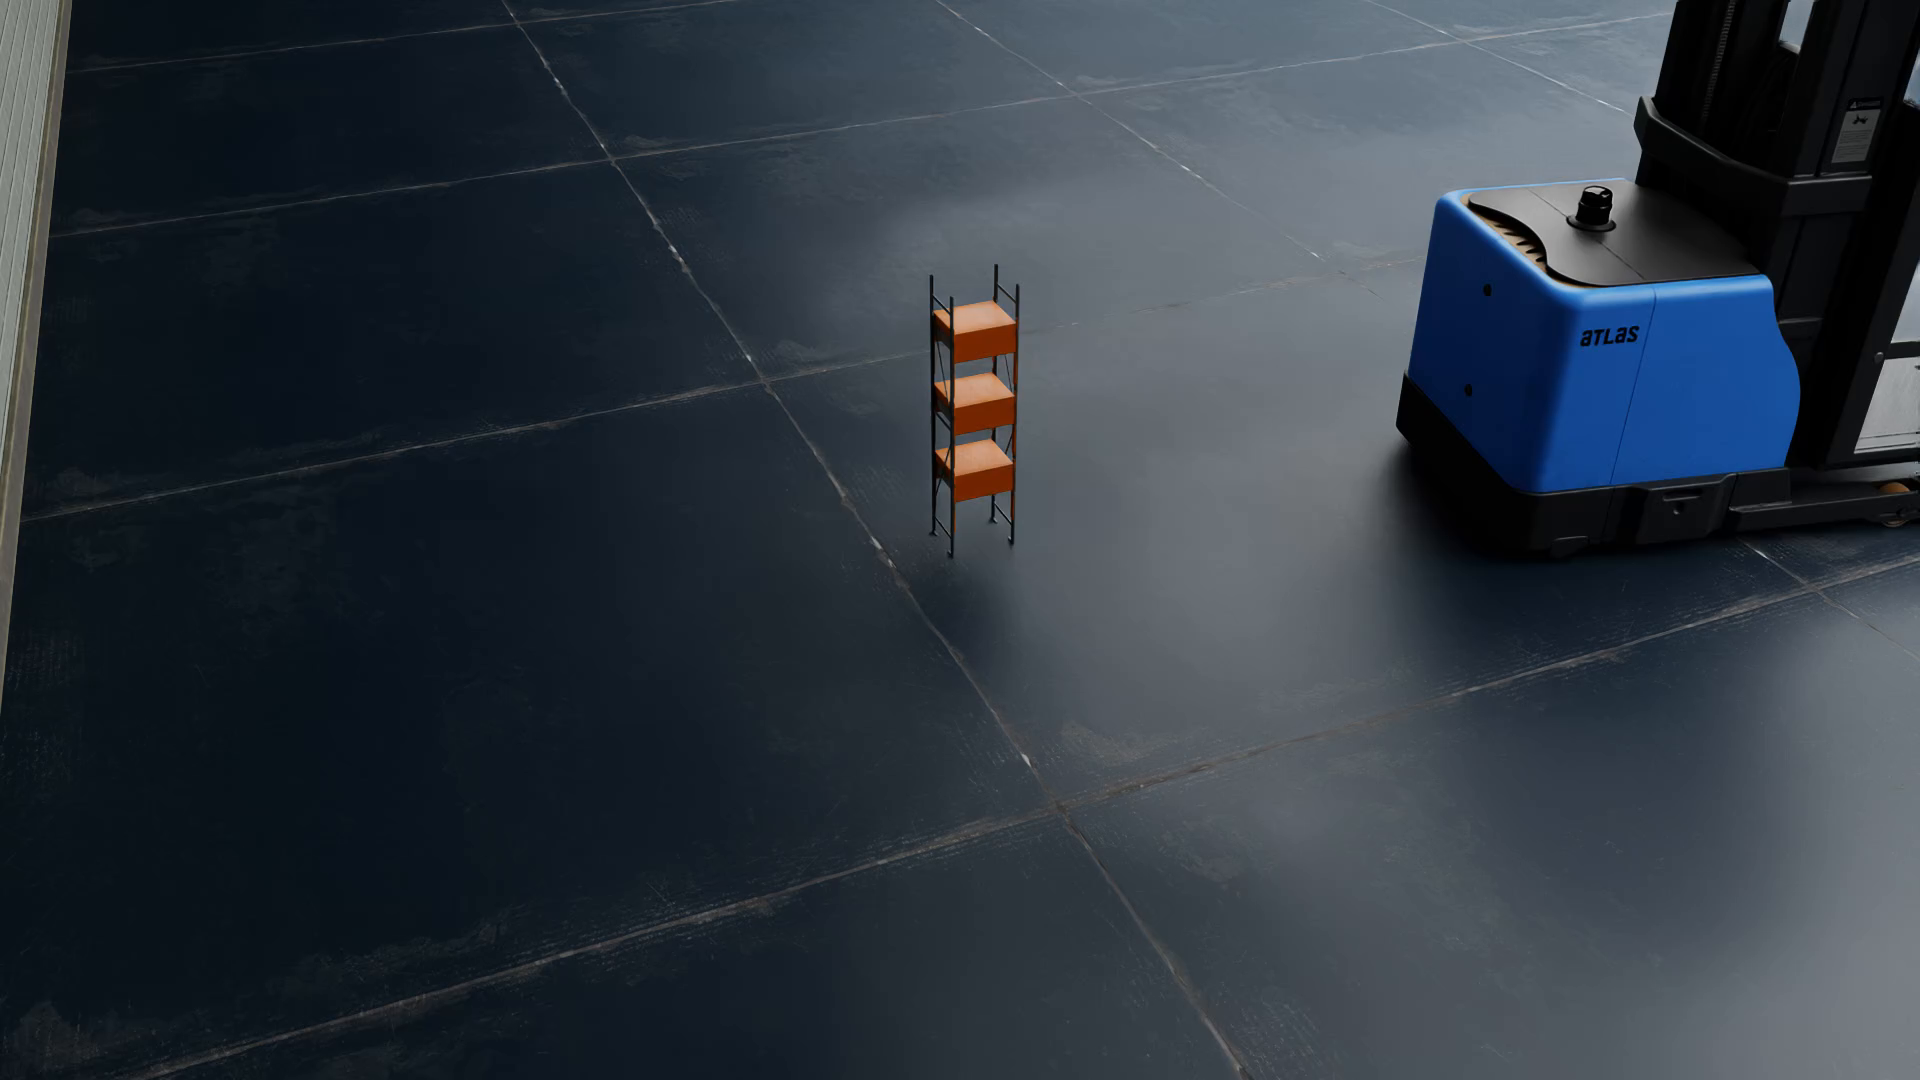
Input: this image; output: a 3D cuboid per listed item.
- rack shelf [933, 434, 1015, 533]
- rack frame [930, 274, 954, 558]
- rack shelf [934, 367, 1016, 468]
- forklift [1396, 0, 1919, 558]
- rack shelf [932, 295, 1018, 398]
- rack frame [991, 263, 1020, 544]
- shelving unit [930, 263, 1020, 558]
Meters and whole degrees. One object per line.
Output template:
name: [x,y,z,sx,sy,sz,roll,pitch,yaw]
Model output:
rack shelf: [0.049,-0.210,6.138,0.240,0.259,0.215,-13,35,-19]
rack frame: [-0.063,-0.426,5.941,0.008,1.050,0.200,-13,35,-19]
rack shelf: [0.049,-0.442,5.987,0.240,0.259,0.215,-13,35,-19]
forklift: [3.361,-1.555,5.952,3.031,2.935,1.130,-6,34,-9]
rack shelf: [0.049,-0.680,5.832,0.240,0.259,0.215,-13,35,-19]
rack frame: [0.162,-0.477,6.021,0.008,1.050,0.200,-13,35,-19]
shelving unit: [0.049,-0.451,5.981,0.252,1.050,0.215,-13,35,-19]
